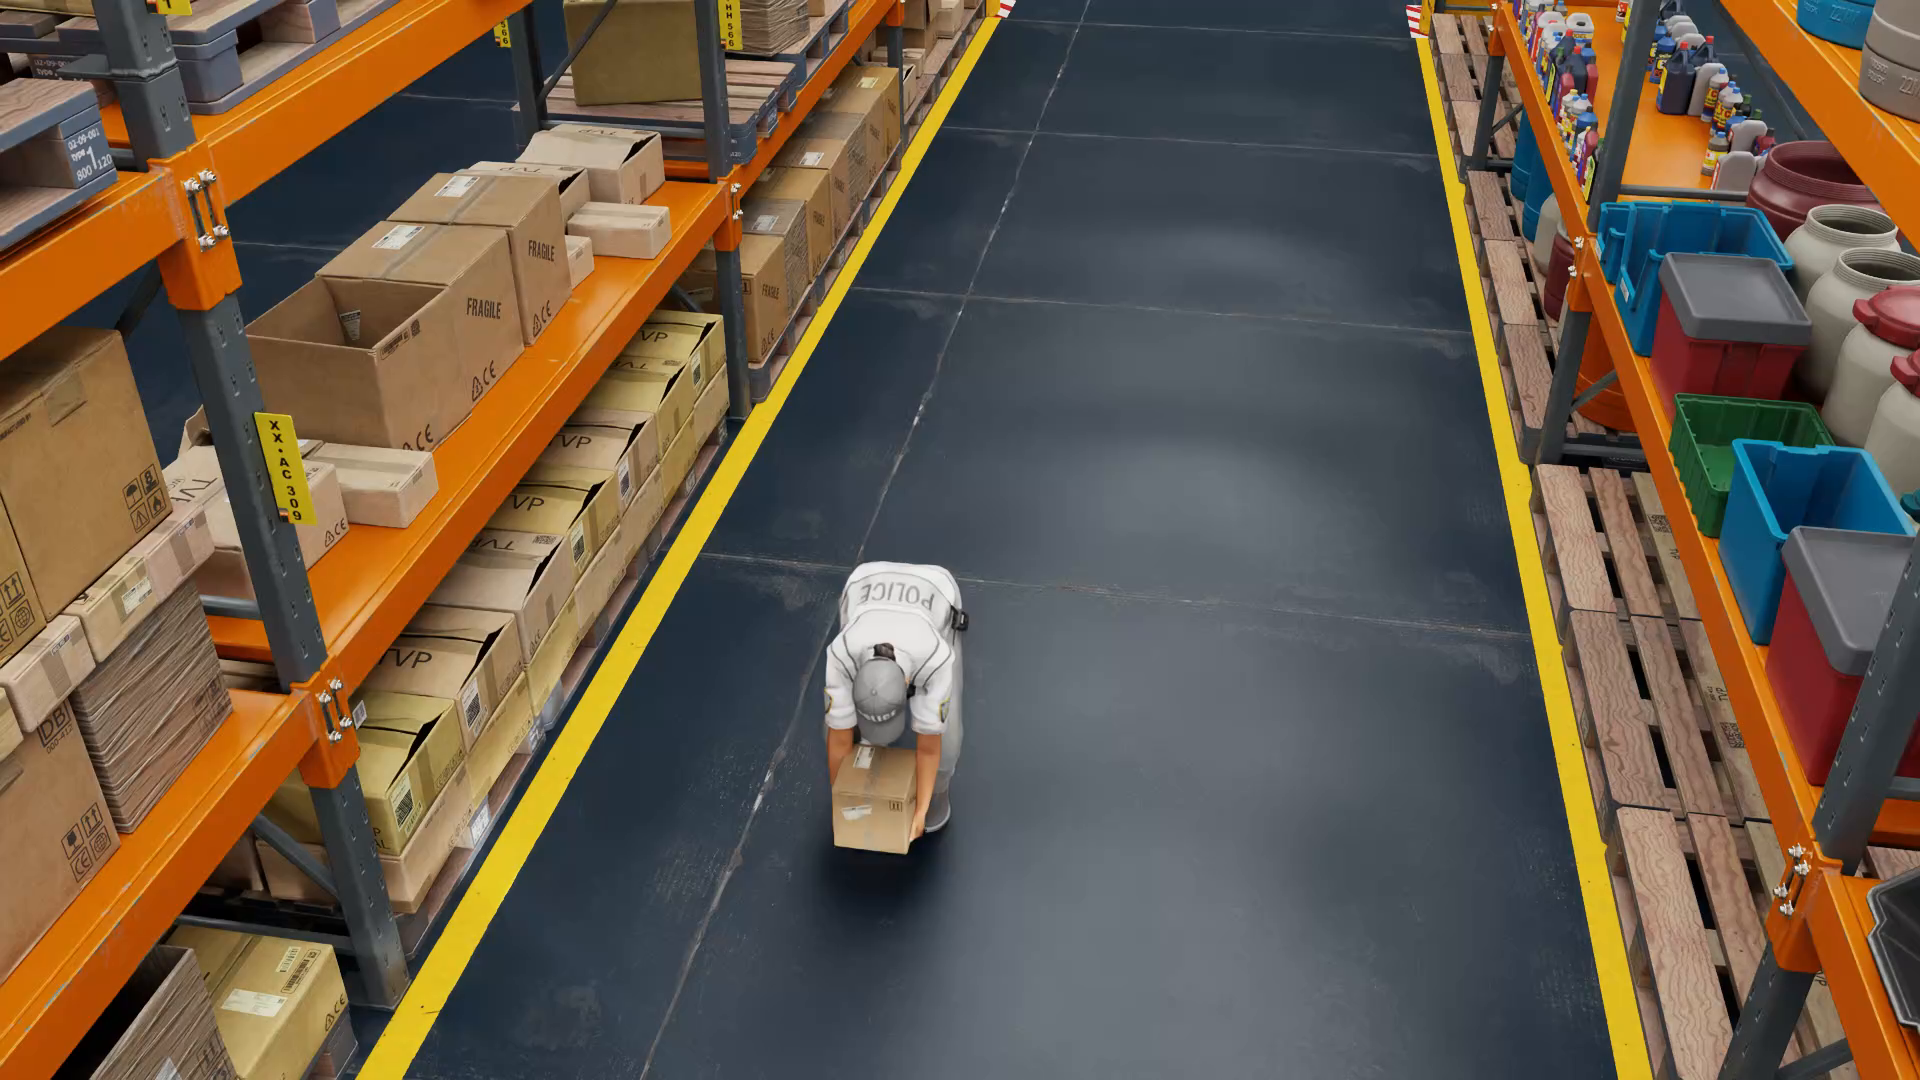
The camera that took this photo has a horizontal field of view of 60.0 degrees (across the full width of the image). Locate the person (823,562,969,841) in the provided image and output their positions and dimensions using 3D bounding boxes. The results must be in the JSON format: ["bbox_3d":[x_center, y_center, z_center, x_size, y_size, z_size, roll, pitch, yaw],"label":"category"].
[{"bbox_3d":[-0.237,0.611,5.801,0.503,1.000,0.937,4,33,6],"label":"person"}]
